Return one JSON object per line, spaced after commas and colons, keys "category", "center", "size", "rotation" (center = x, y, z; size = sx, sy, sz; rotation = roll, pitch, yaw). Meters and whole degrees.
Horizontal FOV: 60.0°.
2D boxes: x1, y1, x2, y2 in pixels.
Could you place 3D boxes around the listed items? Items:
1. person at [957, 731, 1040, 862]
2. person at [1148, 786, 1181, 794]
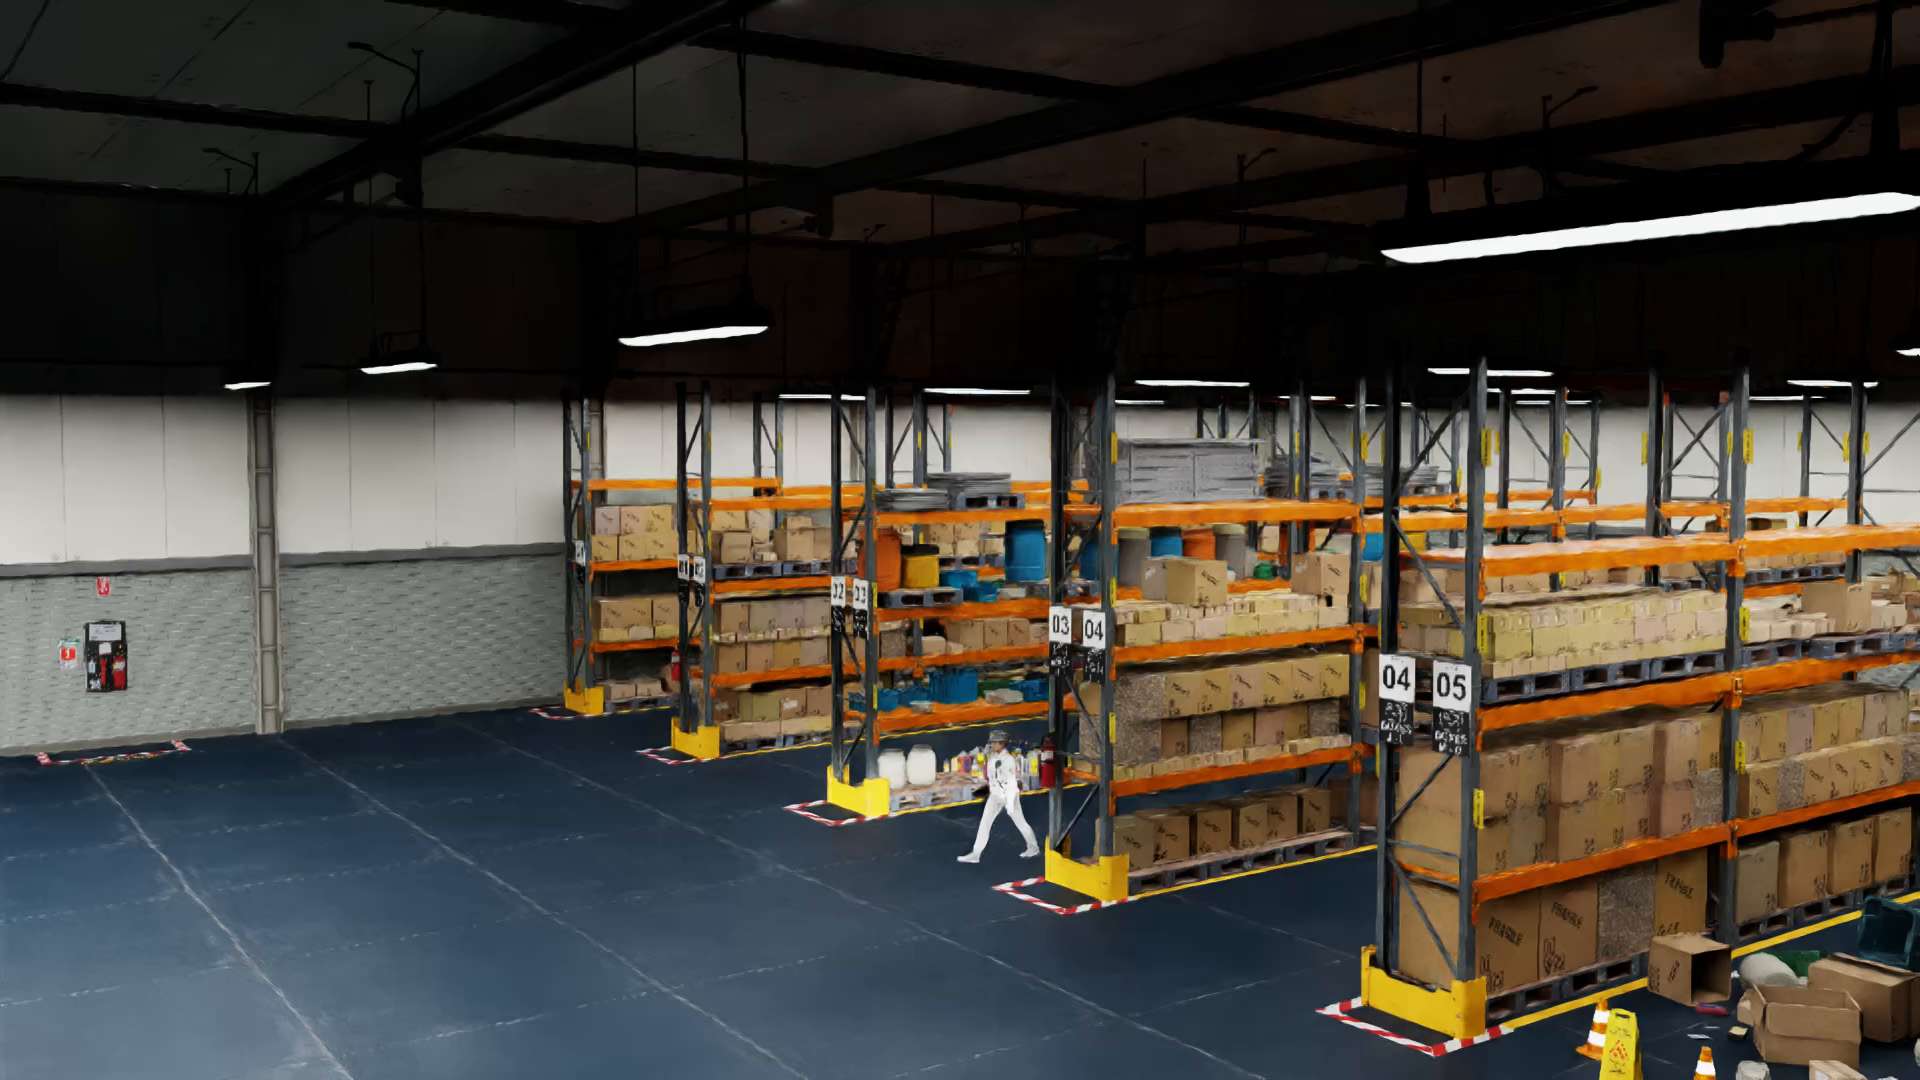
{"category": "person", "center": [0.501, 3.063, 19.961], "size": [1.074, 1.588, 0.489], "rotation": [-3, 5, -36]}
{"category": "person", "center": [2.909, 2.778, 23.914], "size": [0.440, 1.683, 0.551], "rotation": [2, 4, 29]}
